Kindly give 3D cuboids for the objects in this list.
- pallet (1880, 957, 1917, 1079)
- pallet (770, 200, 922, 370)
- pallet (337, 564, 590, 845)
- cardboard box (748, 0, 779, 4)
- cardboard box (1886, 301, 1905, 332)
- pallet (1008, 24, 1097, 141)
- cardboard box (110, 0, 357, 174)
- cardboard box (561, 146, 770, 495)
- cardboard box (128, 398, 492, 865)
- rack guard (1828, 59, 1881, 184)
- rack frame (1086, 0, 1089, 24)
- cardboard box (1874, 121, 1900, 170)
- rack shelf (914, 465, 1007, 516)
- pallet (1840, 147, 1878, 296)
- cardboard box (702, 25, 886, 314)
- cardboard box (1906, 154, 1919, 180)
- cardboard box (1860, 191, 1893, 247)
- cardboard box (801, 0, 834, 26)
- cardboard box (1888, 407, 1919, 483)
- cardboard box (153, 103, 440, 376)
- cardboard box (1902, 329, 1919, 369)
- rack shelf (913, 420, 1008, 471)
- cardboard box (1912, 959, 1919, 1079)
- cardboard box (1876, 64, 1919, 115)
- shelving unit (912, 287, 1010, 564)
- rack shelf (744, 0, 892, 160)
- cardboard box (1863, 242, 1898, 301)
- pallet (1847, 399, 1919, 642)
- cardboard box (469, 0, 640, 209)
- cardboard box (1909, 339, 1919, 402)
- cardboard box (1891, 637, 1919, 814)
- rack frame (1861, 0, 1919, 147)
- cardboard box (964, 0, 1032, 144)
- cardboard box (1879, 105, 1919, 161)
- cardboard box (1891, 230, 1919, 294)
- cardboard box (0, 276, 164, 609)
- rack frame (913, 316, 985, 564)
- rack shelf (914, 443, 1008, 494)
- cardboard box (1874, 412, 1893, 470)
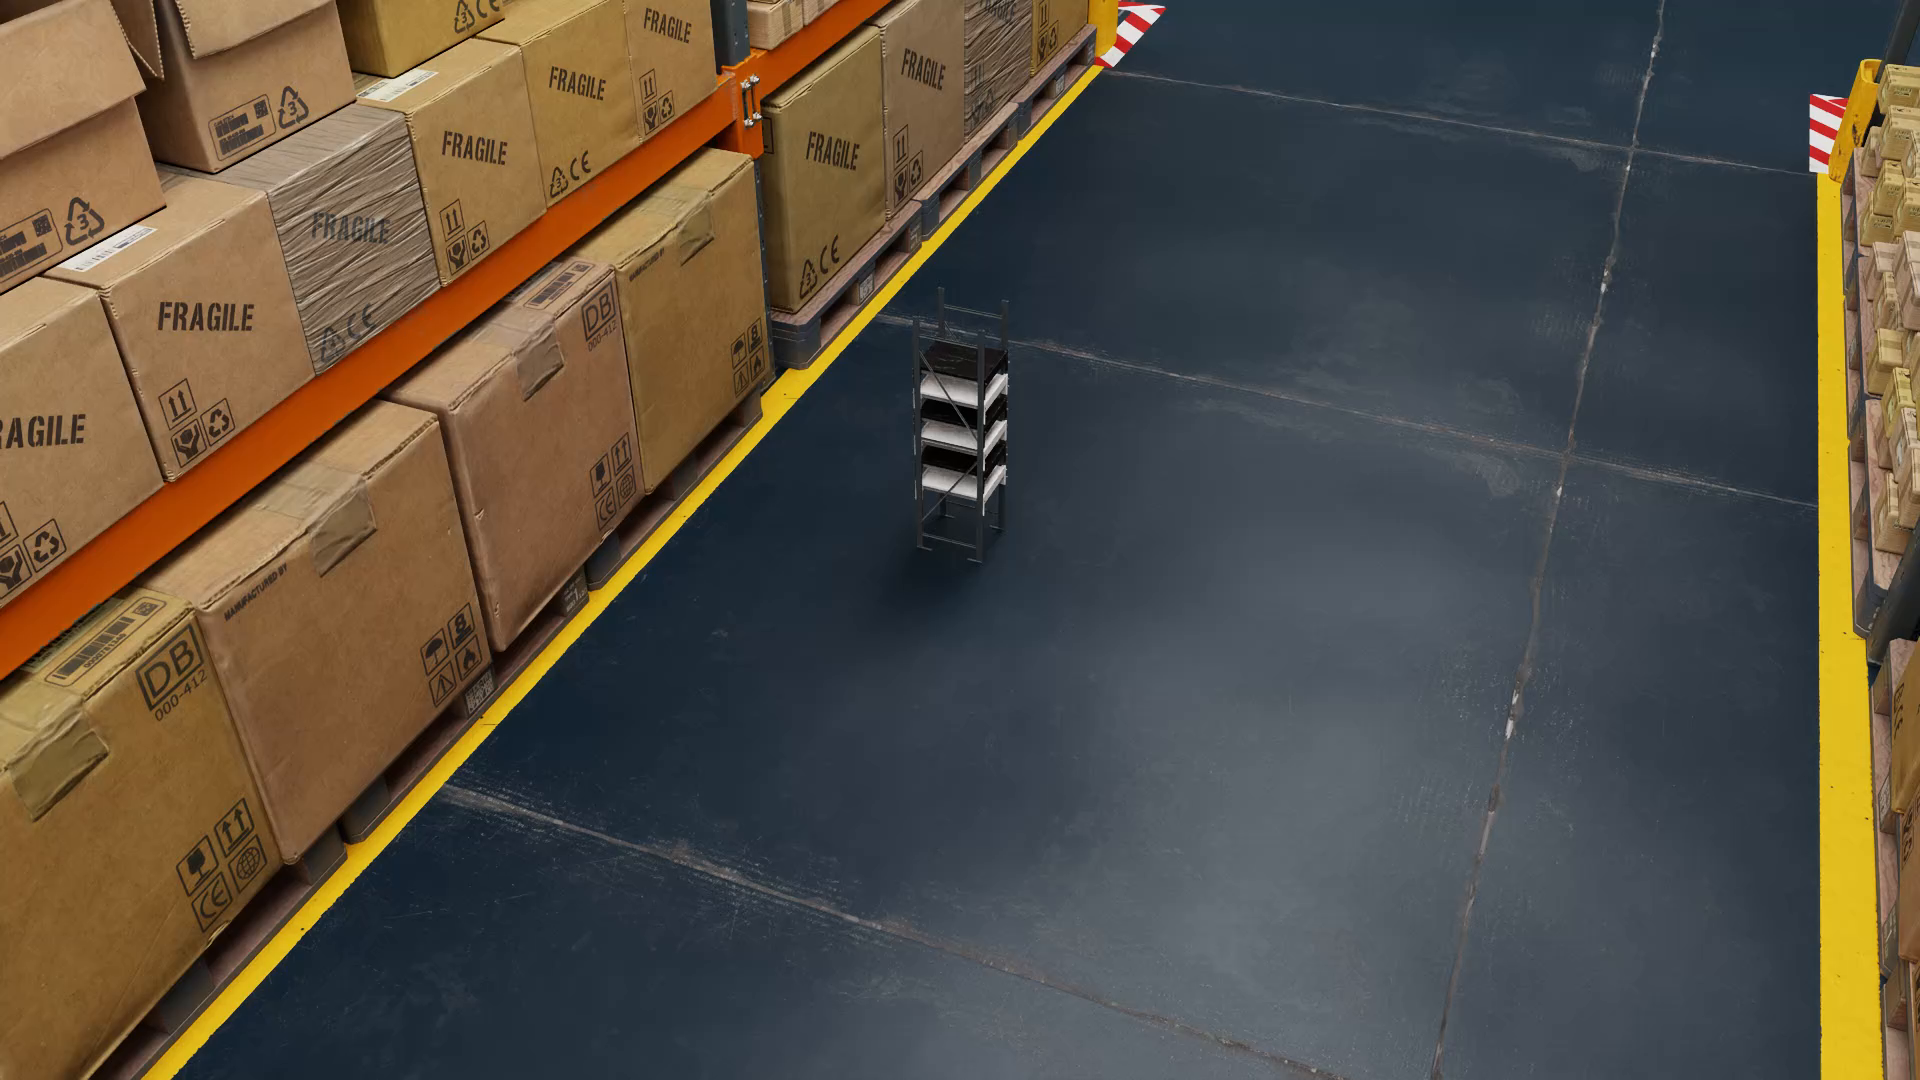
[{"bbox_3d":[2.577,1.496,3.572,1.003,0.211,1.213,14,39,18],"label":"pallet"},{"bbox_3d":[-0.852,-1.202,7.182,1.003,0.211,1.213,14,39,18],"label":"pallet"},{"bbox_3d":[-1.901,0.323,5.141,1.003,0.211,1.213,14,39,18],"label":"pallet"},{"bbox_3d":[-0.793,-2.176,6.032,0.500,0.250,0.500,13,39,17],"label":"cardboard box"},{"bbox_3d":[3.724,-0.753,6.283,0.380,0.149,0.250,15,39,19],"label":"cardboard box"},{"bbox_3d":[0.076,-2.553,8.990,1.003,0.211,1.213,14,39,18],"label":"pallet"},{"bbox_3d":[-1.943,-1.277,4.032,0.797,0.503,0.637,15,39,19],"label":"cardboard box"},{"bbox_3d":[-1.439,-0.874,5.838,1.225,0.875,0.875,14,39,18],"label":"cardboard box"},{"bbox_3d":[-2.108,0.112,4.518,1.225,0.875,0.875,14,39,18],"label":"cardboard box"},{"bbox_3d":[4.827,-1.902,7.876,1.175,0.500,0.348,14,39,18],"label":"rack guard"},{"bbox_3d":[0.308,-4.131,8.771,1.000,3.000,0.127,14,39,18],"label":"rack frame"},{"bbox_3d":[4.263,-1.720,7.328,0.380,0.149,0.250,14,39,18],"label":"cardboard box"},{"bbox_3d":[0.003,-0.194,5.614,0.258,0.077,0.200,14,39,18],"label":"rack shelf"},{"bbox_3d":[4.486,-1.344,7.372,1.003,0.211,1.213,14,39,18],"label":"pallet"},{"bbox_3d":[-0.889,-1.580,6.783,0.875,0.875,0.875,14,39,18],"label":"cardboard box"},{"bbox_3d":[4.003,-1.399,6.650,0.380,0.149,0.250,15,39,20],"label":"cardboard box"},{"bbox_3d":[4.050,-1.335,7.061,0.380,0.149,0.250,14,39,18],"label":"cardboard box"},{"bbox_3d":[-0.694,-2.049,6.195,0.380,0.149,0.250,13,39,16],"label":"cardboard box"},{"bbox_3d":[3.252,-0.275,5.395,0.380,0.149,0.250,12,38,16],"label":"cardboard box"},{"bbox_3d":[-1.722,-0.795,4.225,0.500,0.500,0.500,14,39,18],"label":"cardboard box"},{"bbox_3d":[3.602,-0.690,5.949,0.380,0.149,0.250,15,39,19],"label":"cardboard box"},{"bbox_3d":[0.003,-0.338,5.507,0.258,0.077,0.200,14,39,18],"label":"rack shelf"},{"bbox_3d":[2.421,1.038,3.593,0.500,0.500,0.500,15,39,19],"label":"cardboard box"},{"bbox_3d":[4.343,-1.997,7.450,0.380,0.149,0.250,12,38,16],"label":"cardboard box"},{"bbox_3d":[0.003,-0.365,5.487,0.258,0.900,0.210,14,39,18],"label":"shelving unit"},{"bbox_3d":[-0.453,-2.735,7.505,1.077,0.370,4.000,14,39,18],"label":"rack shelf"},{"bbox_3d":[3.866,-1.054,6.685,0.380,0.149,0.250,12,38,16],"label":"cardboard box"},{"bbox_3d":[3.557,0.007,5.565,1.003,0.211,1.213,14,39,18],"label":"pallet"},{"bbox_3d":[-1.334,-1.363,4.984,0.500,0.500,0.500,15,39,19],"label":"cardboard box"},{"bbox_3d":[3.378,-0.541,5.502,0.380,0.149,0.250,13,39,17],"label":"cardboard box"},{"bbox_3d":[2.808,0.452,4.378,0.500,0.500,0.500,15,39,19],"label":"cardboard box"},{"bbox_3d":[4.856,-2.945,7.184,1.000,3.000,0.127,14,39,18],"label":"rack frame"},{"bbox_3d":[-0.208,-2.571,8.109,0.875,0.875,0.875,14,39,18],"label":"cardboard box"},{"bbox_3d":[4.135,-1.706,7.061,0.380,0.149,0.250,14,39,18],"label":"cardboard box"},{"bbox_3d":[3.657,-0.990,6.103,0.380,0.149,0.250,13,39,16],"label":"cardboard box"},{"bbox_3d":[-2.105,-0.235,3.475,0.500,0.500,0.500,13,39,17],"label":"cardboard box"},{"bbox_3d":[-0.036,-0.309,5.411,0.240,0.900,0.006,14,39,18],"label":"rack frame"},{"bbox_3d":[0.003,-0.266,5.560,0.258,0.077,0.200,14,39,18],"label":"rack shelf"},{"bbox_3d":[3.386,-0.337,5.726,0.380,0.149,0.250,13,39,16],"label":"cardboard box"}]
